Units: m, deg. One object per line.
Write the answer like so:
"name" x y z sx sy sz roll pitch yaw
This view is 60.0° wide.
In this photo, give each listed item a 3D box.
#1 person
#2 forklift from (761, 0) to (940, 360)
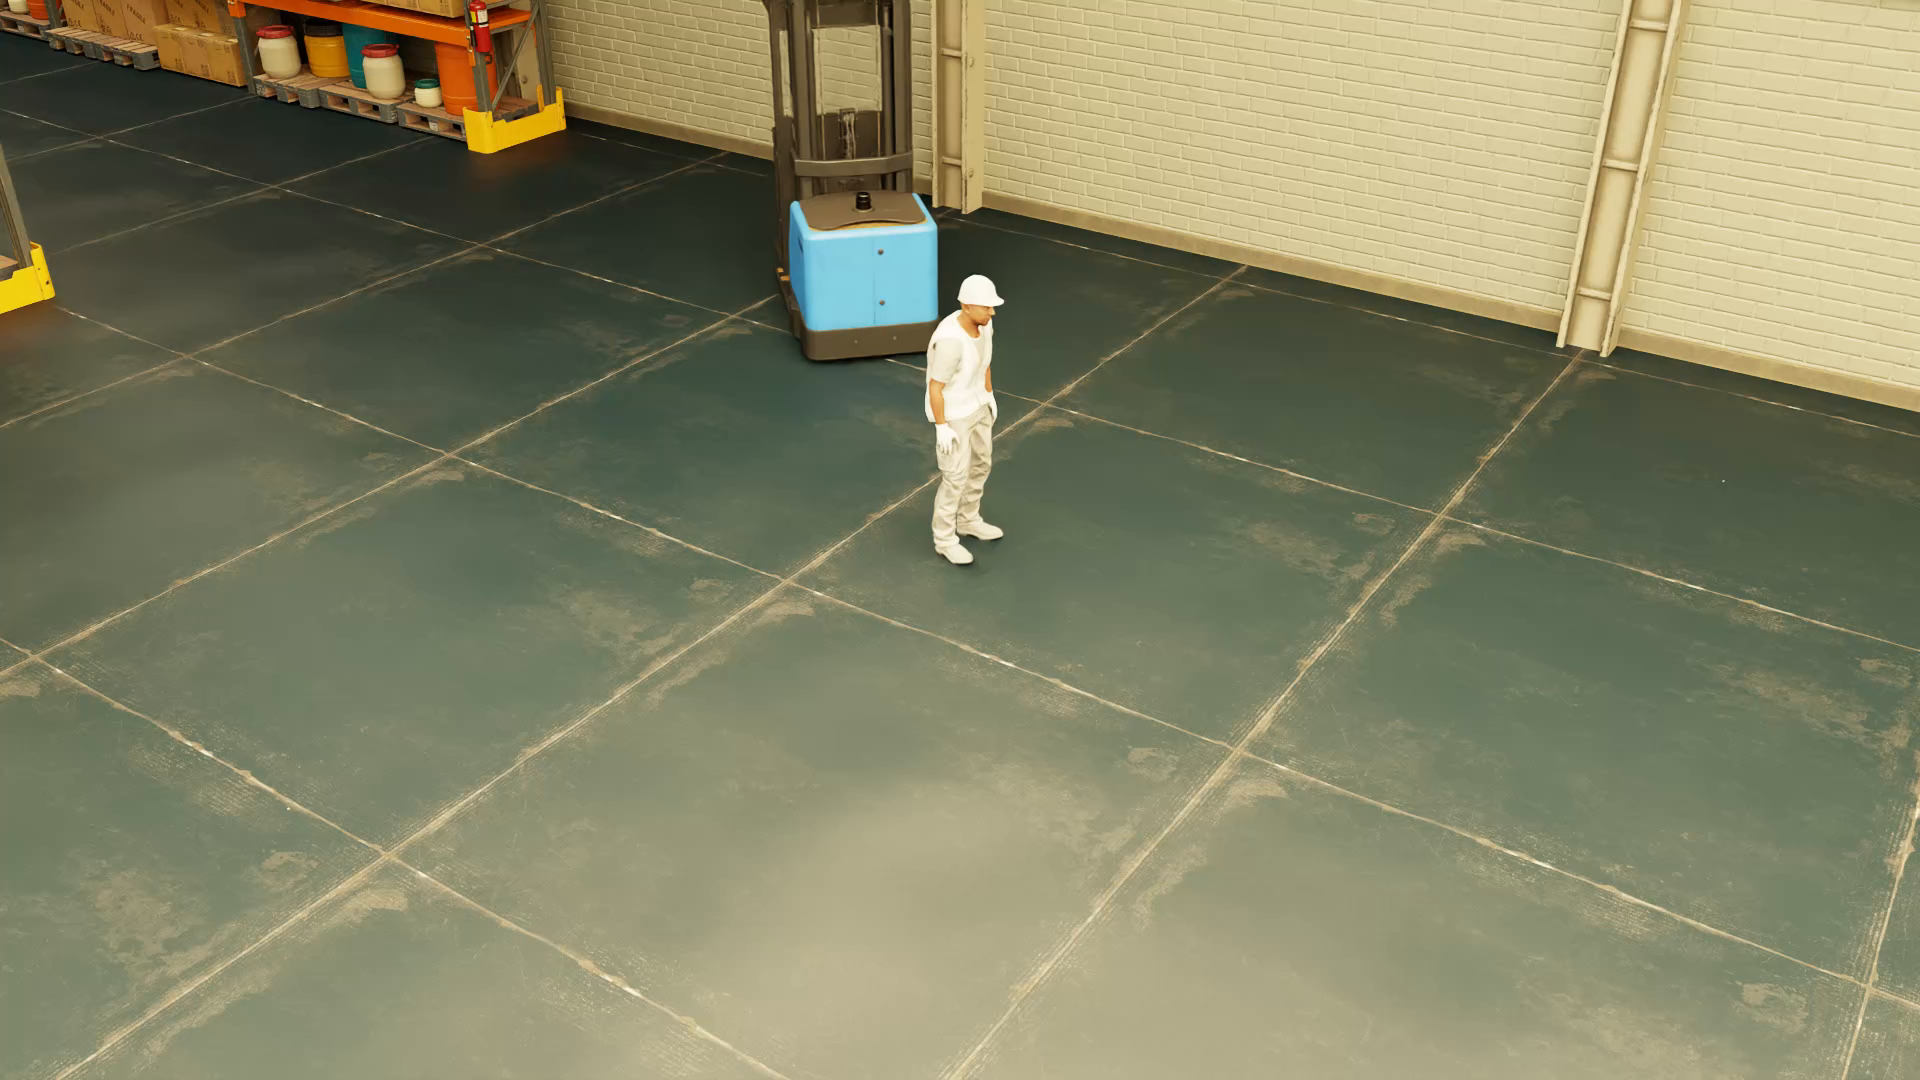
"person" 0.036 -0.757 10.042 0.449 1.773 0.617 17 34 27
"forklift" -0.972 -3.367 13.379 1.130 2.935 3.031 -6 31 -11
